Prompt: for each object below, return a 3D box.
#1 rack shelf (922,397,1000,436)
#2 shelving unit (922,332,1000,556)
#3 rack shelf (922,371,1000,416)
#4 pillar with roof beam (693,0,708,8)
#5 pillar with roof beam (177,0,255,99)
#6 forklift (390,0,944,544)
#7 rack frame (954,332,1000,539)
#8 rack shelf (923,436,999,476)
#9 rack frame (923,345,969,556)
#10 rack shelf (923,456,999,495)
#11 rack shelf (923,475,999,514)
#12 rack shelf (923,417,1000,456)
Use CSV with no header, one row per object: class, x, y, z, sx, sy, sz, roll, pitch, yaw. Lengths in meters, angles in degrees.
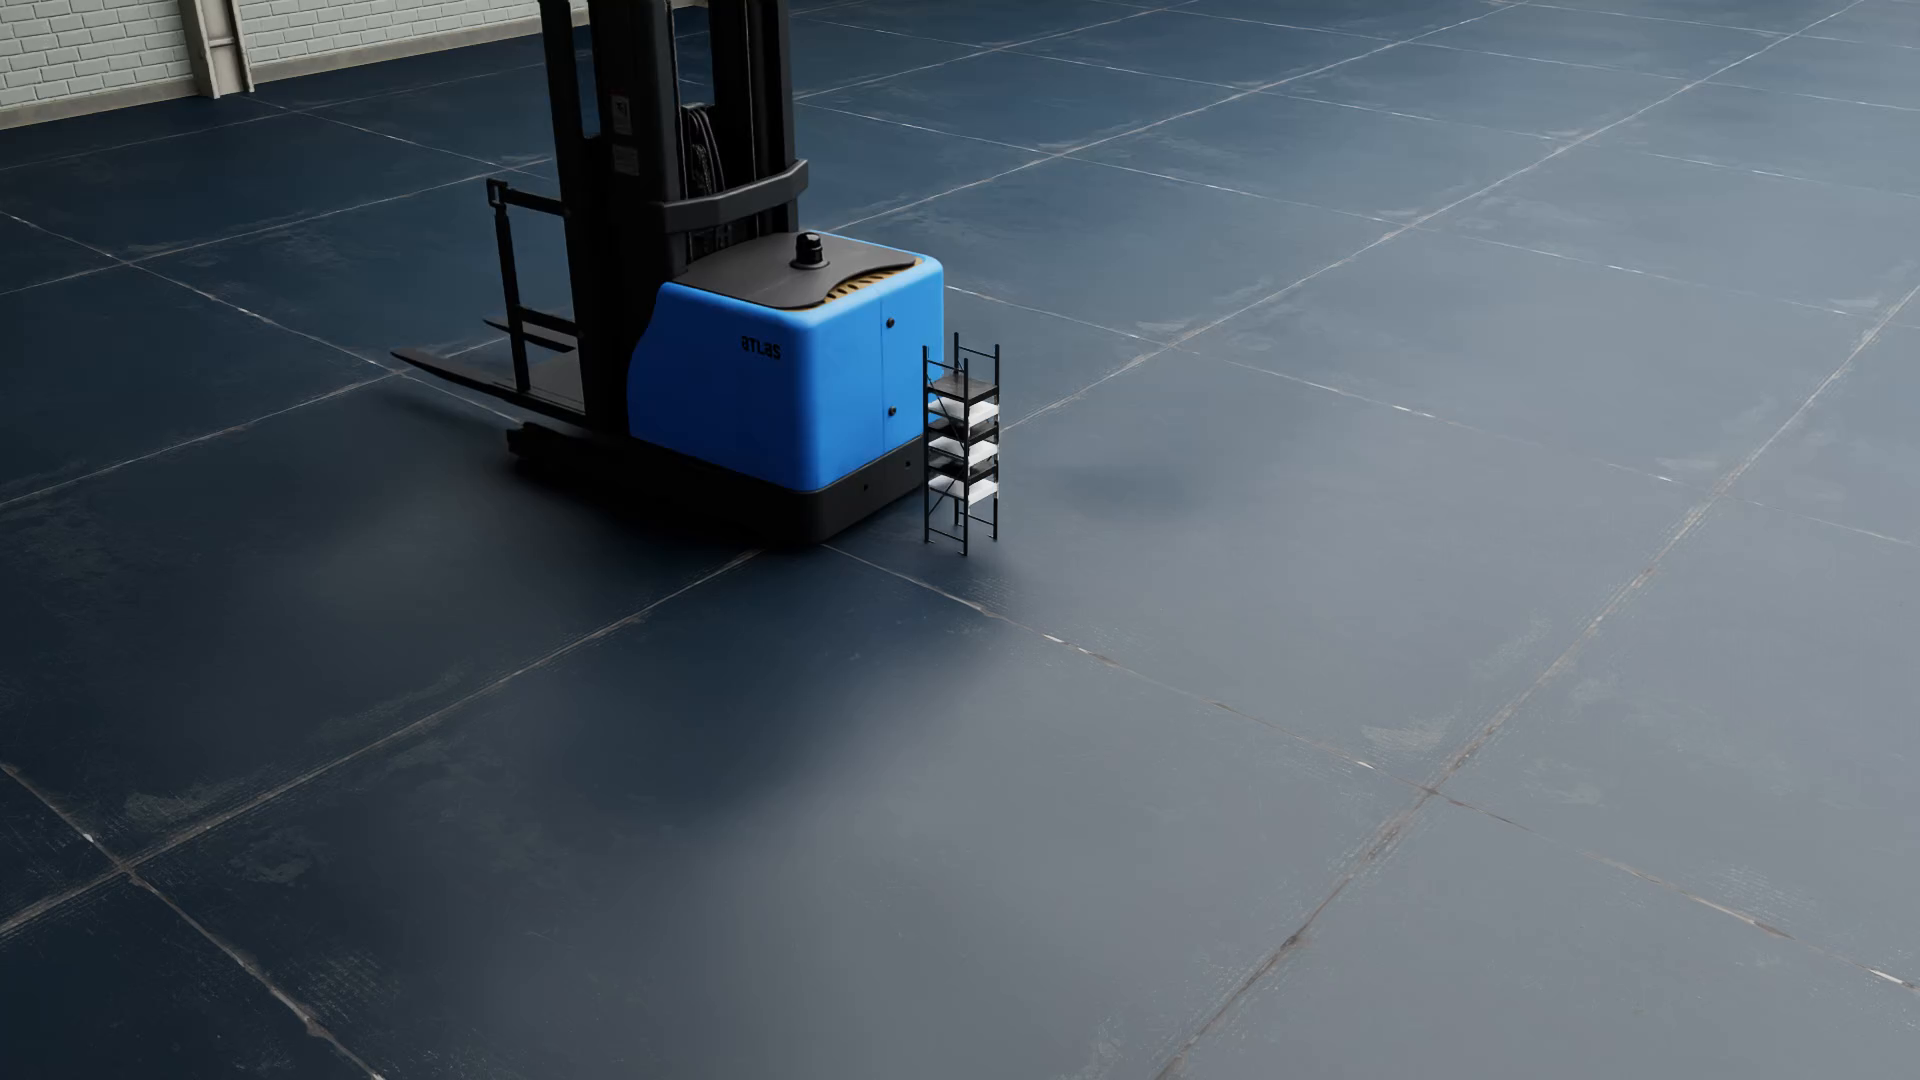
rack shelf,0.005,-0.533,6.981,0.258,0.077,0.200,21,34,34
shelving unit,0.005,-0.403,7.049,0.258,0.900,0.210,21,34,34
rack shelf,0.005,-0.613,6.940,0.258,0.077,0.200,21,34,34
pillar with roof beam,0.467,-8.933,14.725,9.100,9.000,0.400,21,34,34
pillar with roof beam,-3.349,-6.806,10.613,9.100,9.000,0.400,21,34,34
forklift,-1.550,-1.804,7.548,3.031,2.935,1.130,18,33,31
rack frame,0.070,-0.439,7.118,0.240,0.900,0.006,21,34,34
rack shelf,0.005,-0.373,7.064,0.258,0.077,0.200,21,34,34
rack frame,-0.059,-0.367,6.979,0.240,0.900,0.006,21,34,34
rack shelf,0.005,-0.293,7.105,0.258,0.077,0.200,21,34,34
rack shelf,0.005,-0.213,7.147,0.258,0.077,0.200,21,34,34
rack shelf,0.005,-0.453,7.023,0.258,0.077,0.200,21,34,34
